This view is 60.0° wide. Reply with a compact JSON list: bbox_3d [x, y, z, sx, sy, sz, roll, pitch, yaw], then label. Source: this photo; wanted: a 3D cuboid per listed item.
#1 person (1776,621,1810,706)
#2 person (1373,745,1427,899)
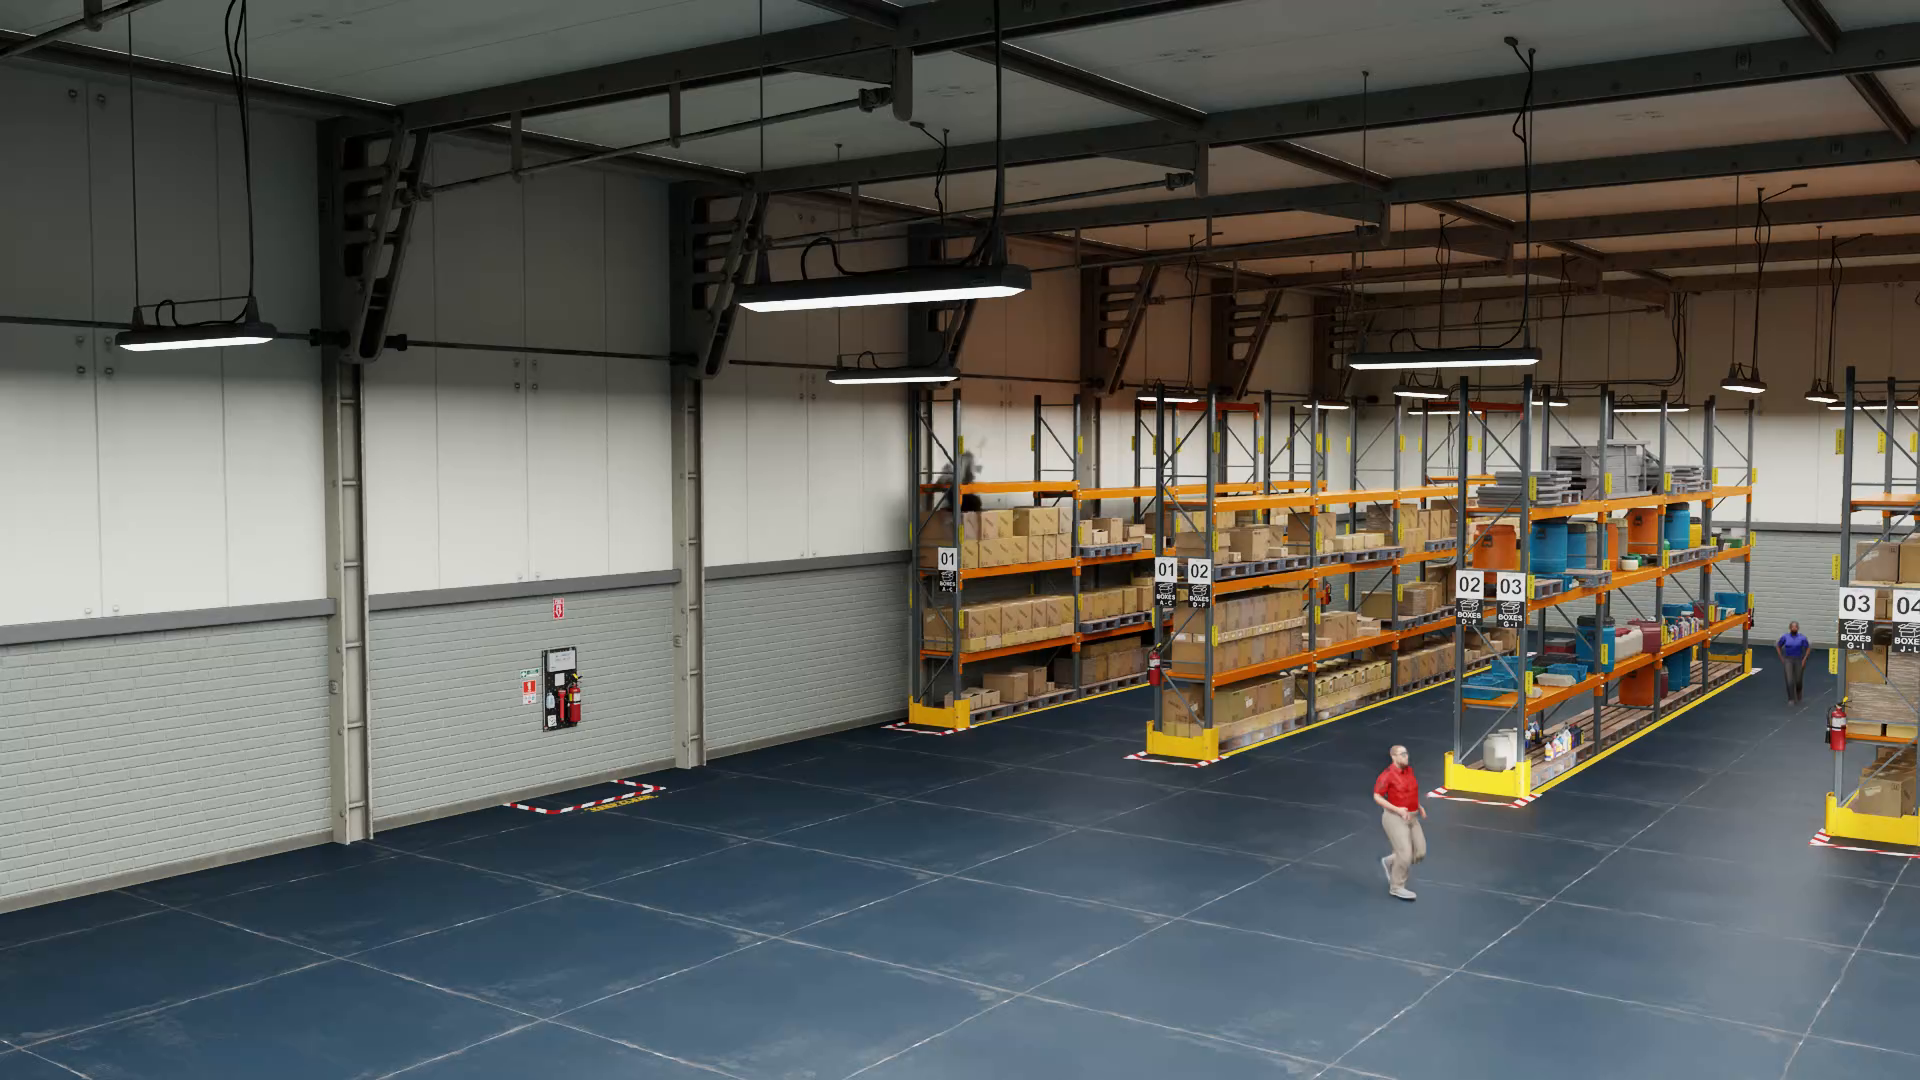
[{"bbox_3d":[16.069,2.378,32.100,0.596,1.615,0.555,2,4,28],"label":"person"},{"bbox_3d":[4.880,3.109,18.451,0.660,1.674,0.626,-2,4,-36],"label":"person"}]
